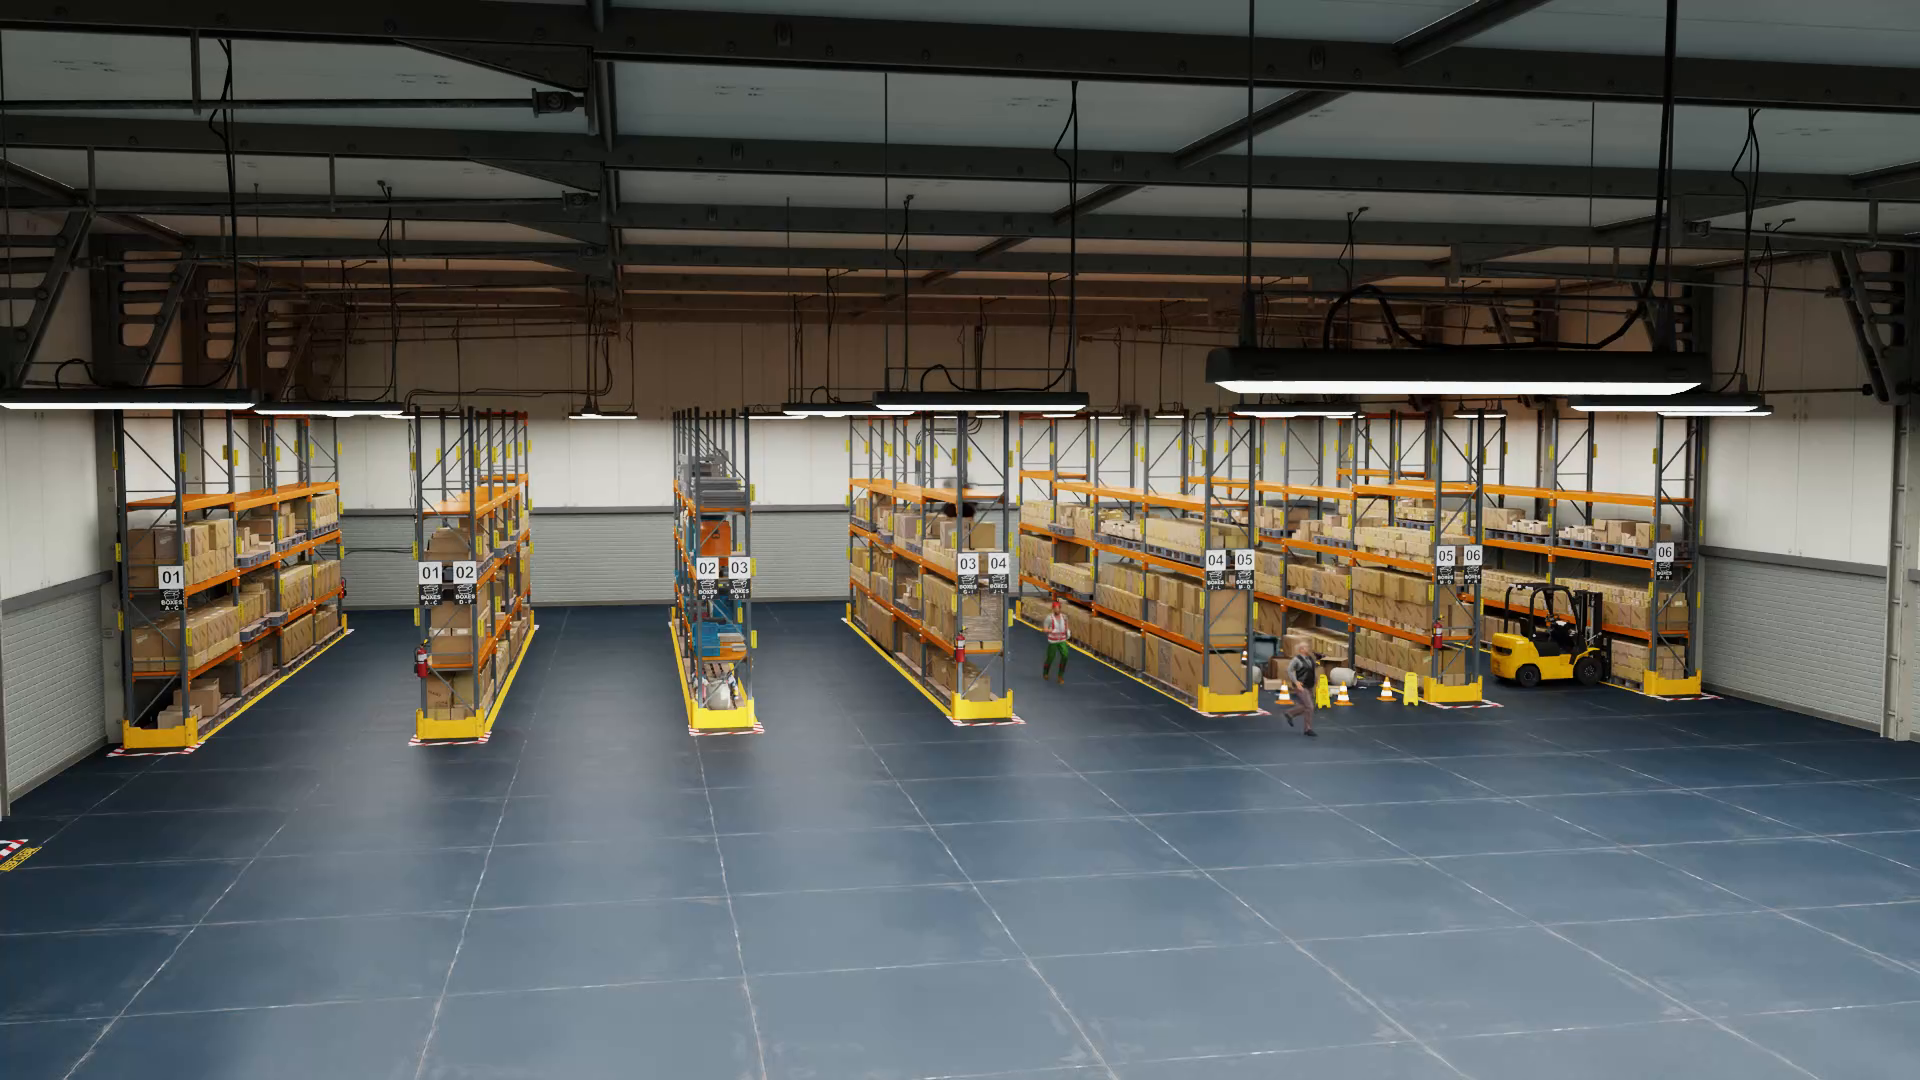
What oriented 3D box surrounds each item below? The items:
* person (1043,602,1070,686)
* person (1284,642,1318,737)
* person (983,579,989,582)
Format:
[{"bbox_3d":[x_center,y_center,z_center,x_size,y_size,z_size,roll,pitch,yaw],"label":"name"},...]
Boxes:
[{"bbox_3d":[2.117,2.250,36.330,0.673,1.820,0.902,-1,4,-16],"label":"person"},{"bbox_3d":[6.272,2.715,30.527,0.763,1.707,0.678,4,6,44],"label":"person"},{"bbox_3d":[0.849,1.564,46.514,0.728,1.728,0.656,0,4,-4],"label":"person"}]
